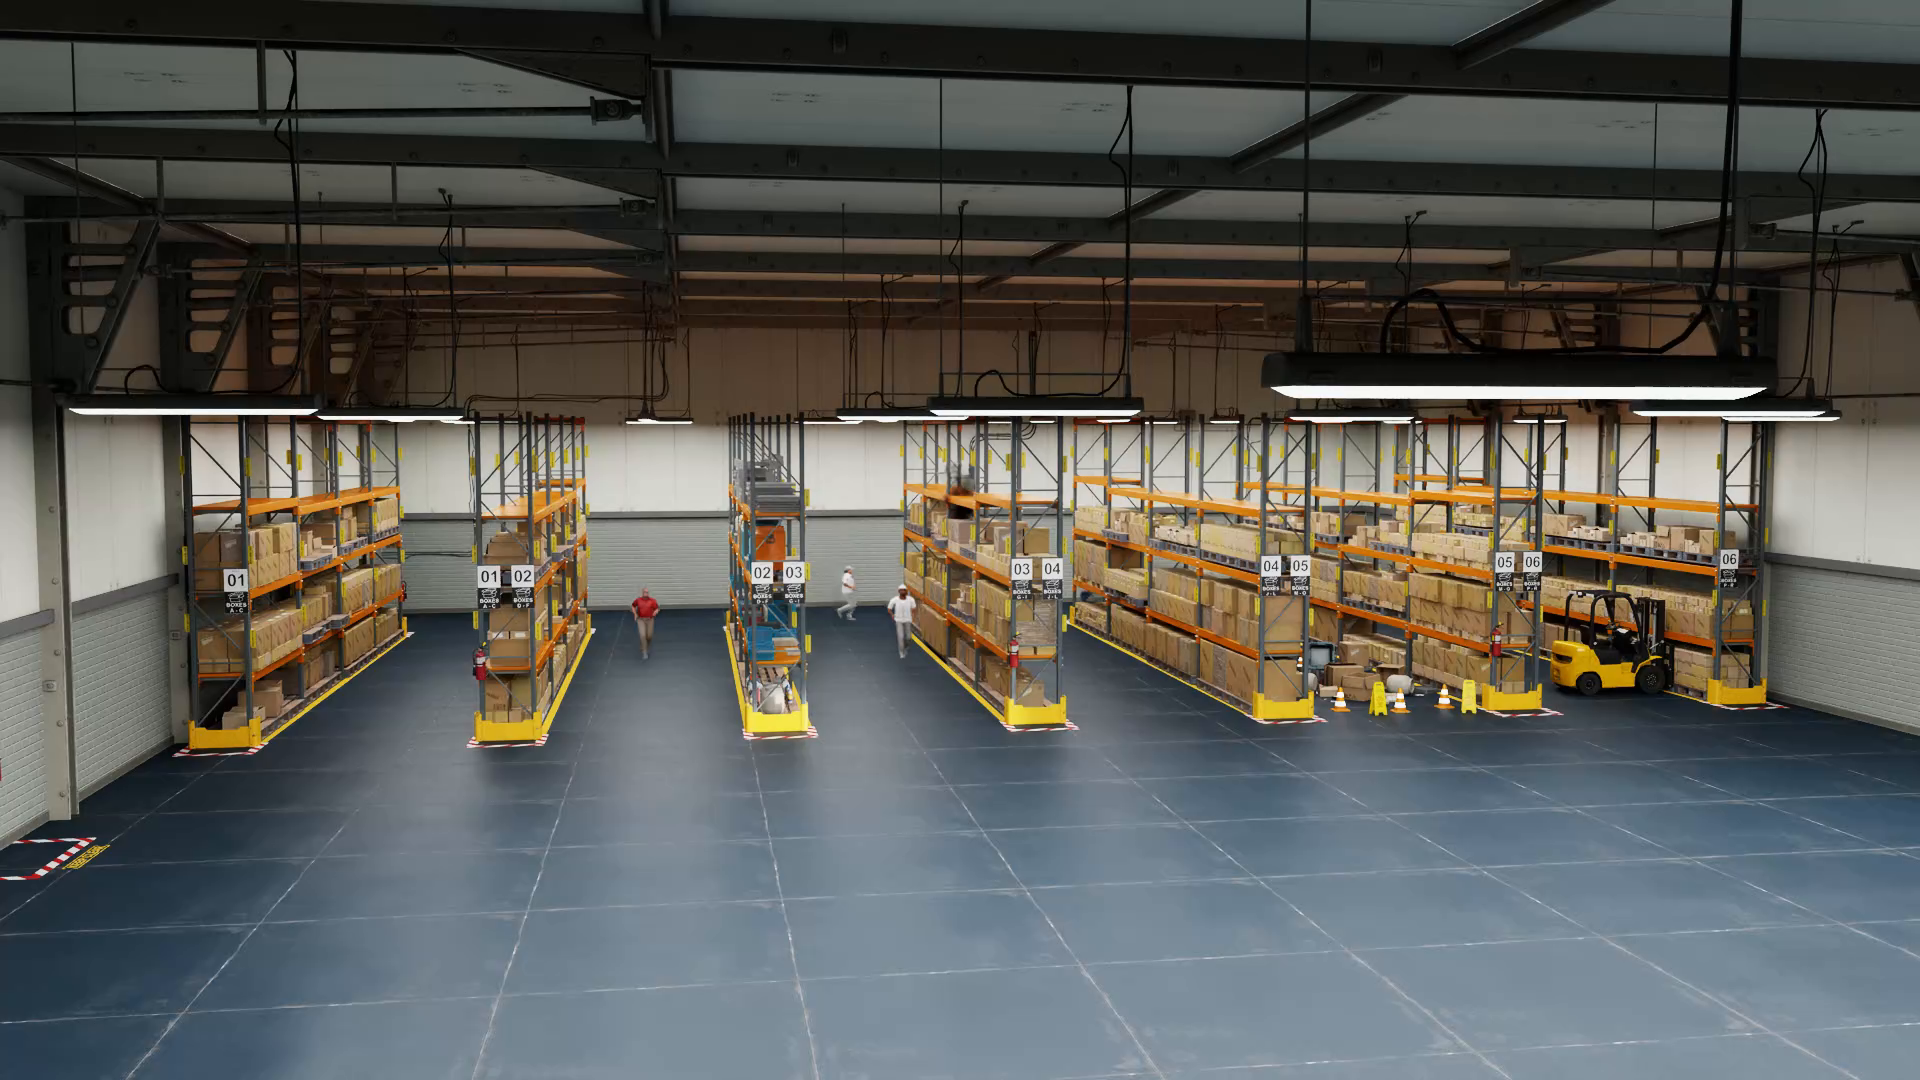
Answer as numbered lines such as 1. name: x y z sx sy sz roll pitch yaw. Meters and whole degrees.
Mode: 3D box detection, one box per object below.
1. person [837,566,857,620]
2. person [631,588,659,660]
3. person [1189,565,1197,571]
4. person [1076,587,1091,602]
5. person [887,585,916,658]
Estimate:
1. person: -3.349 1.570 49.184 0.601 1.624 0.604 0 4 -5
2. person: -7.812 2.059 41.330 0.664 1.738 0.962 -1 4 -16
3. person: 7.395 1.475 50.570 1.037 1.638 0.671 0 4 2
4. person: 3.801 1.573 49.677 0.651 1.565 0.536 -2 5 -32
5. person: -1.351 1.911 39.125 0.698 1.728 0.554 -1 4 -10
